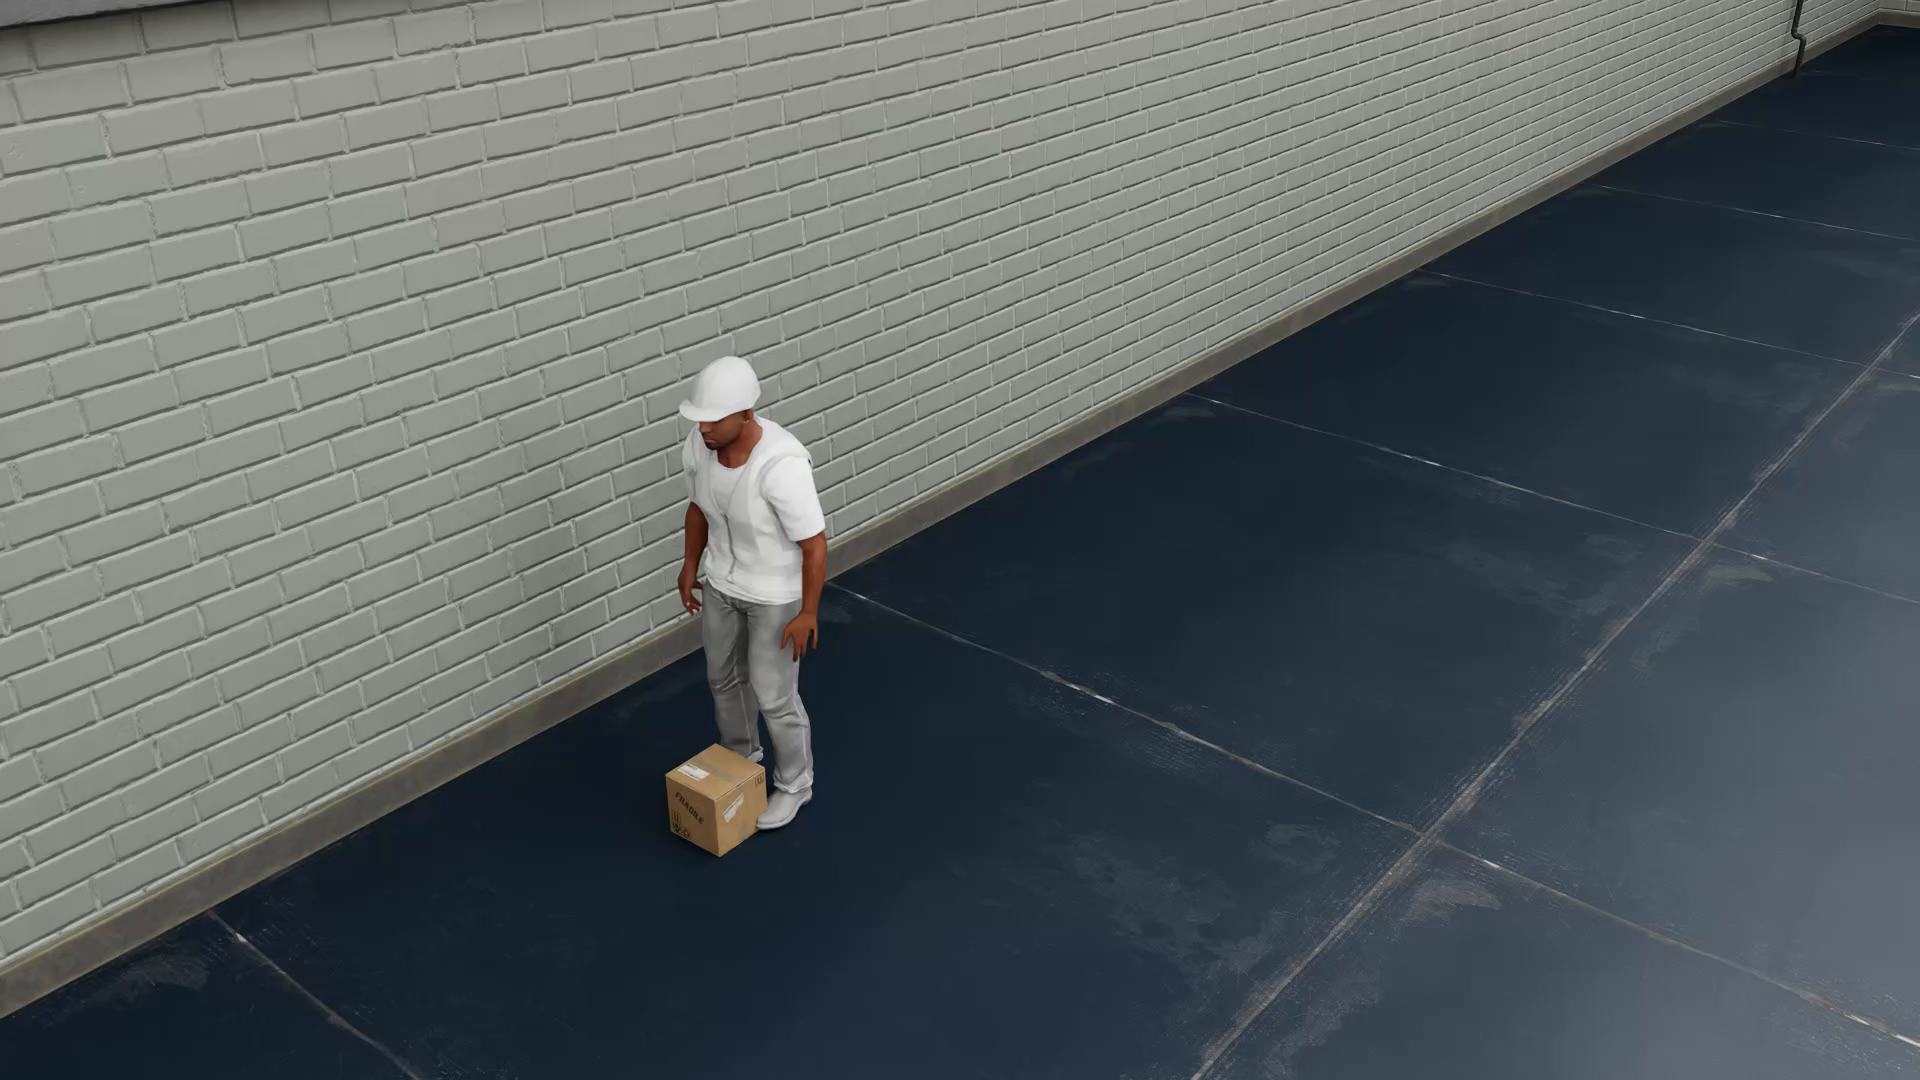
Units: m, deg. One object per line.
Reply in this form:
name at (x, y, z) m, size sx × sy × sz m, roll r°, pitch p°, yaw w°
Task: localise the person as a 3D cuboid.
person at (-0.733, 0.176, 5.756) m, size 0.632 × 1.760 × 0.463 m, roll 20°, pitch 33°, yaw 34°
